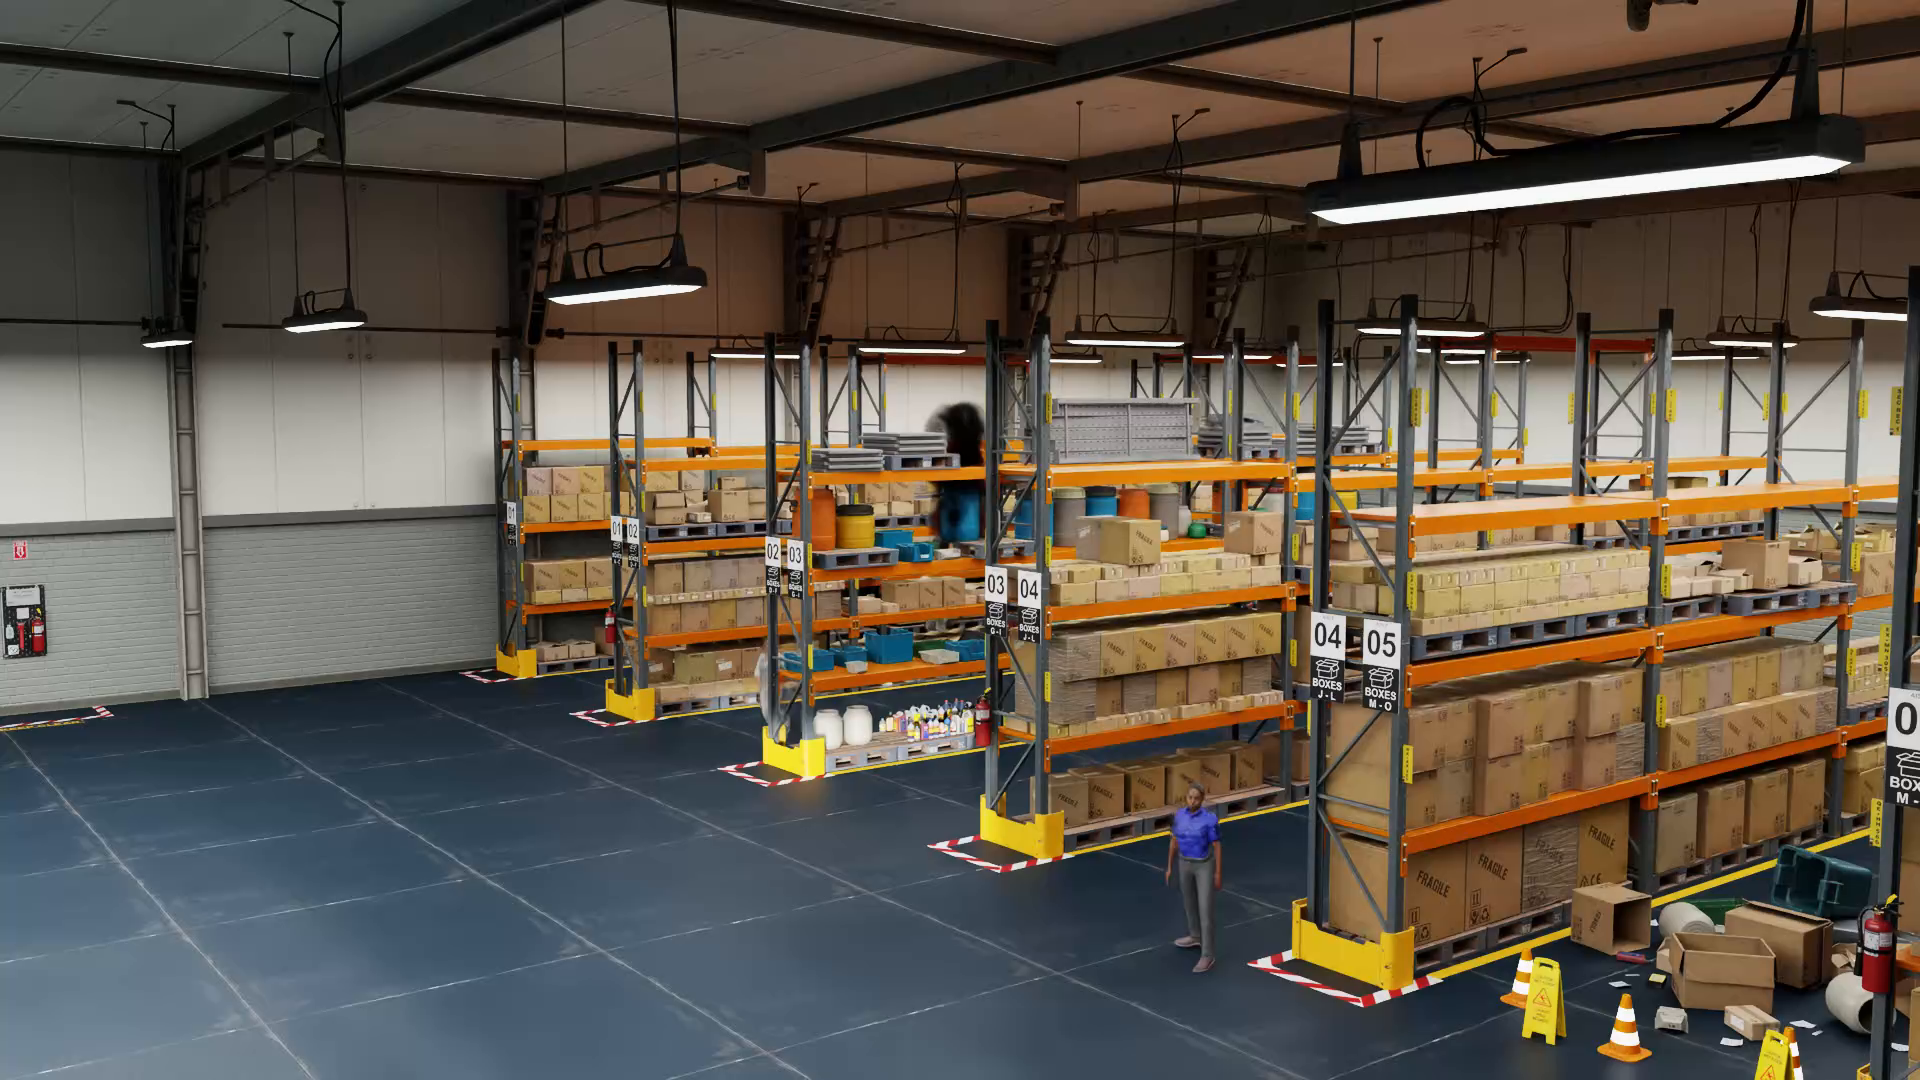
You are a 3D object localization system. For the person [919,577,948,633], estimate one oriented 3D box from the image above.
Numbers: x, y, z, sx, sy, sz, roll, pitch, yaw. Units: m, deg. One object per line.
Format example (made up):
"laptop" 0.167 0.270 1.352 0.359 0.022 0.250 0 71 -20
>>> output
"person" -0.493 1.503 32.475 0.656 1.609 0.901 4 7 41

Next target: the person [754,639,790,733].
"person" -2.800 2.223 24.740 0.563 1.550 0.554 2 5 20

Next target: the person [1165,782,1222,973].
"person" 2.141 3.019 15.194 0.589 1.646 0.730 4 6 37
